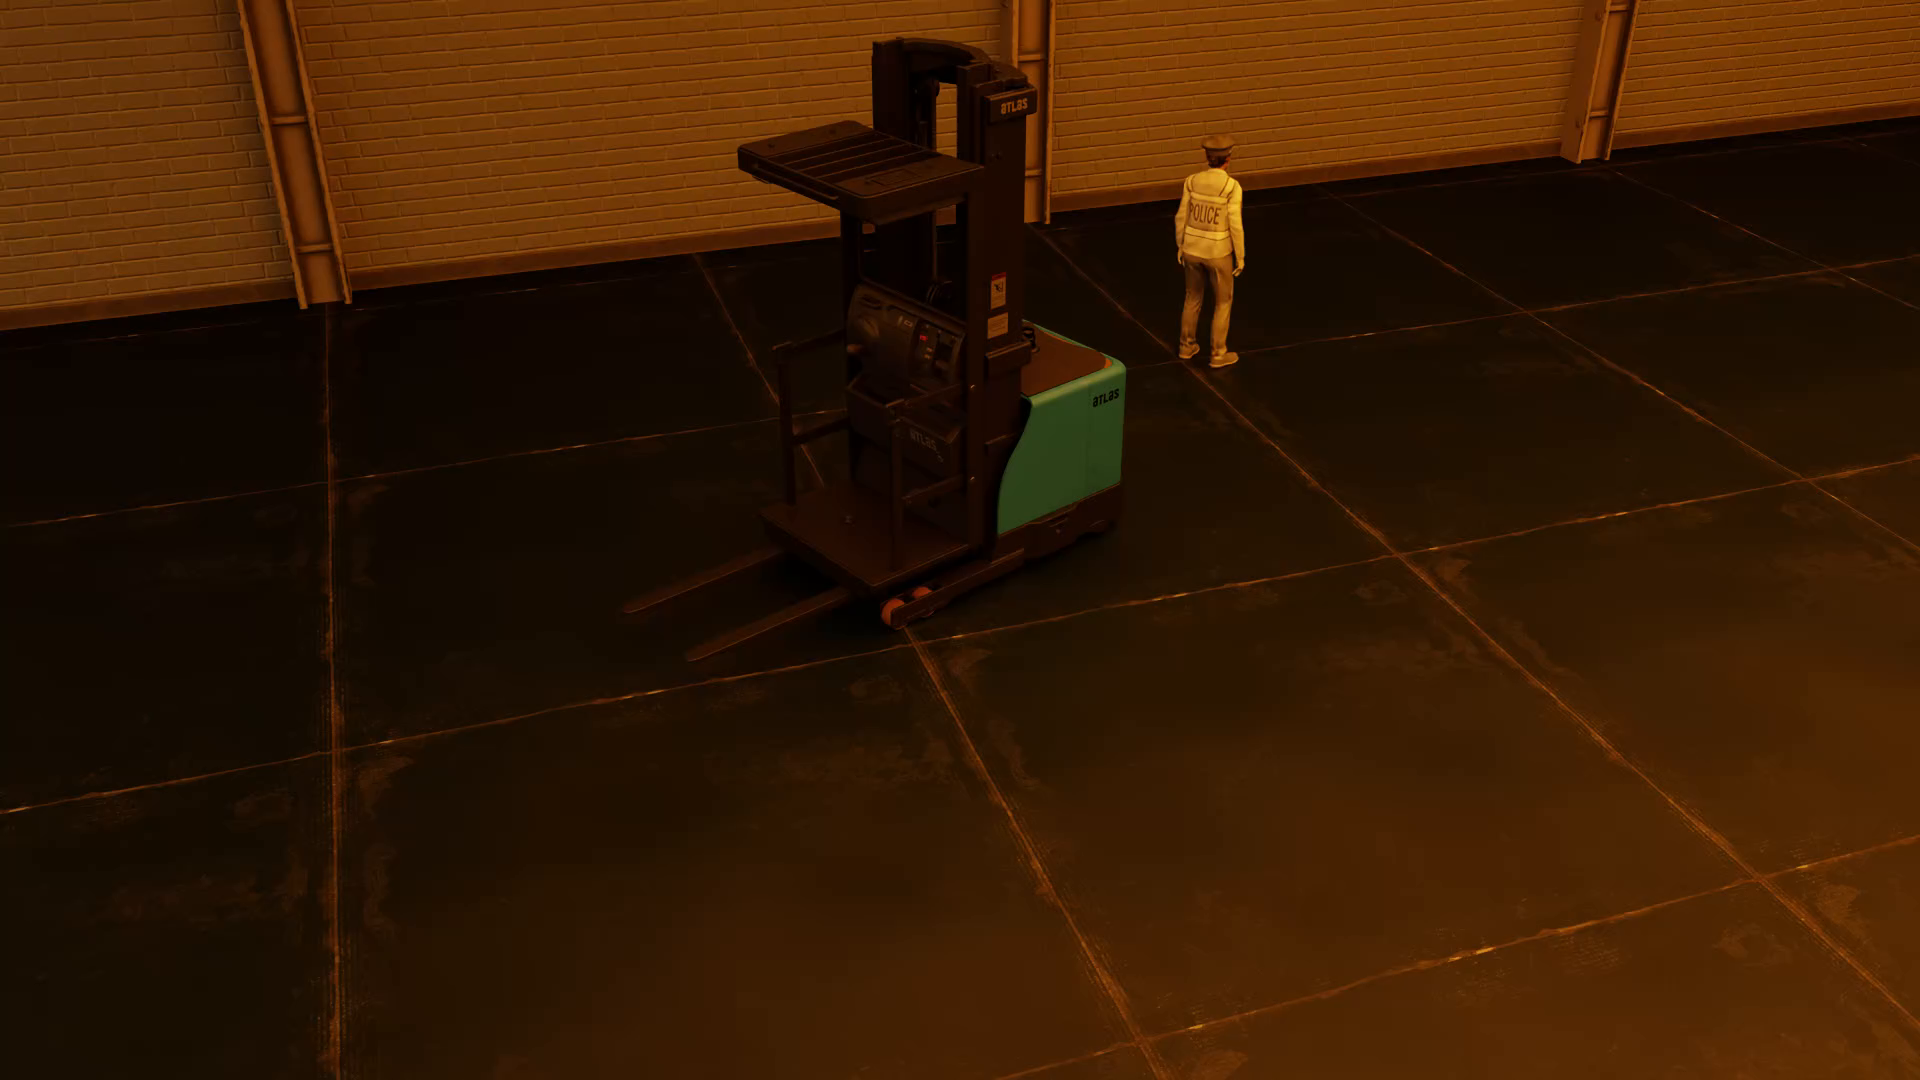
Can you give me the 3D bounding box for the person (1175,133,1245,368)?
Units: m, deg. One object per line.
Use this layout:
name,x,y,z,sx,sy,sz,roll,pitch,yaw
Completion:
person,1.793,-2.058,11.943,0.530,1.663,0.370,18,35,29

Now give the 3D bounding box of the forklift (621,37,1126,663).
forklift,-0.461,-1.072,8.951,3.031,2.935,1.130,-23,37,-34
